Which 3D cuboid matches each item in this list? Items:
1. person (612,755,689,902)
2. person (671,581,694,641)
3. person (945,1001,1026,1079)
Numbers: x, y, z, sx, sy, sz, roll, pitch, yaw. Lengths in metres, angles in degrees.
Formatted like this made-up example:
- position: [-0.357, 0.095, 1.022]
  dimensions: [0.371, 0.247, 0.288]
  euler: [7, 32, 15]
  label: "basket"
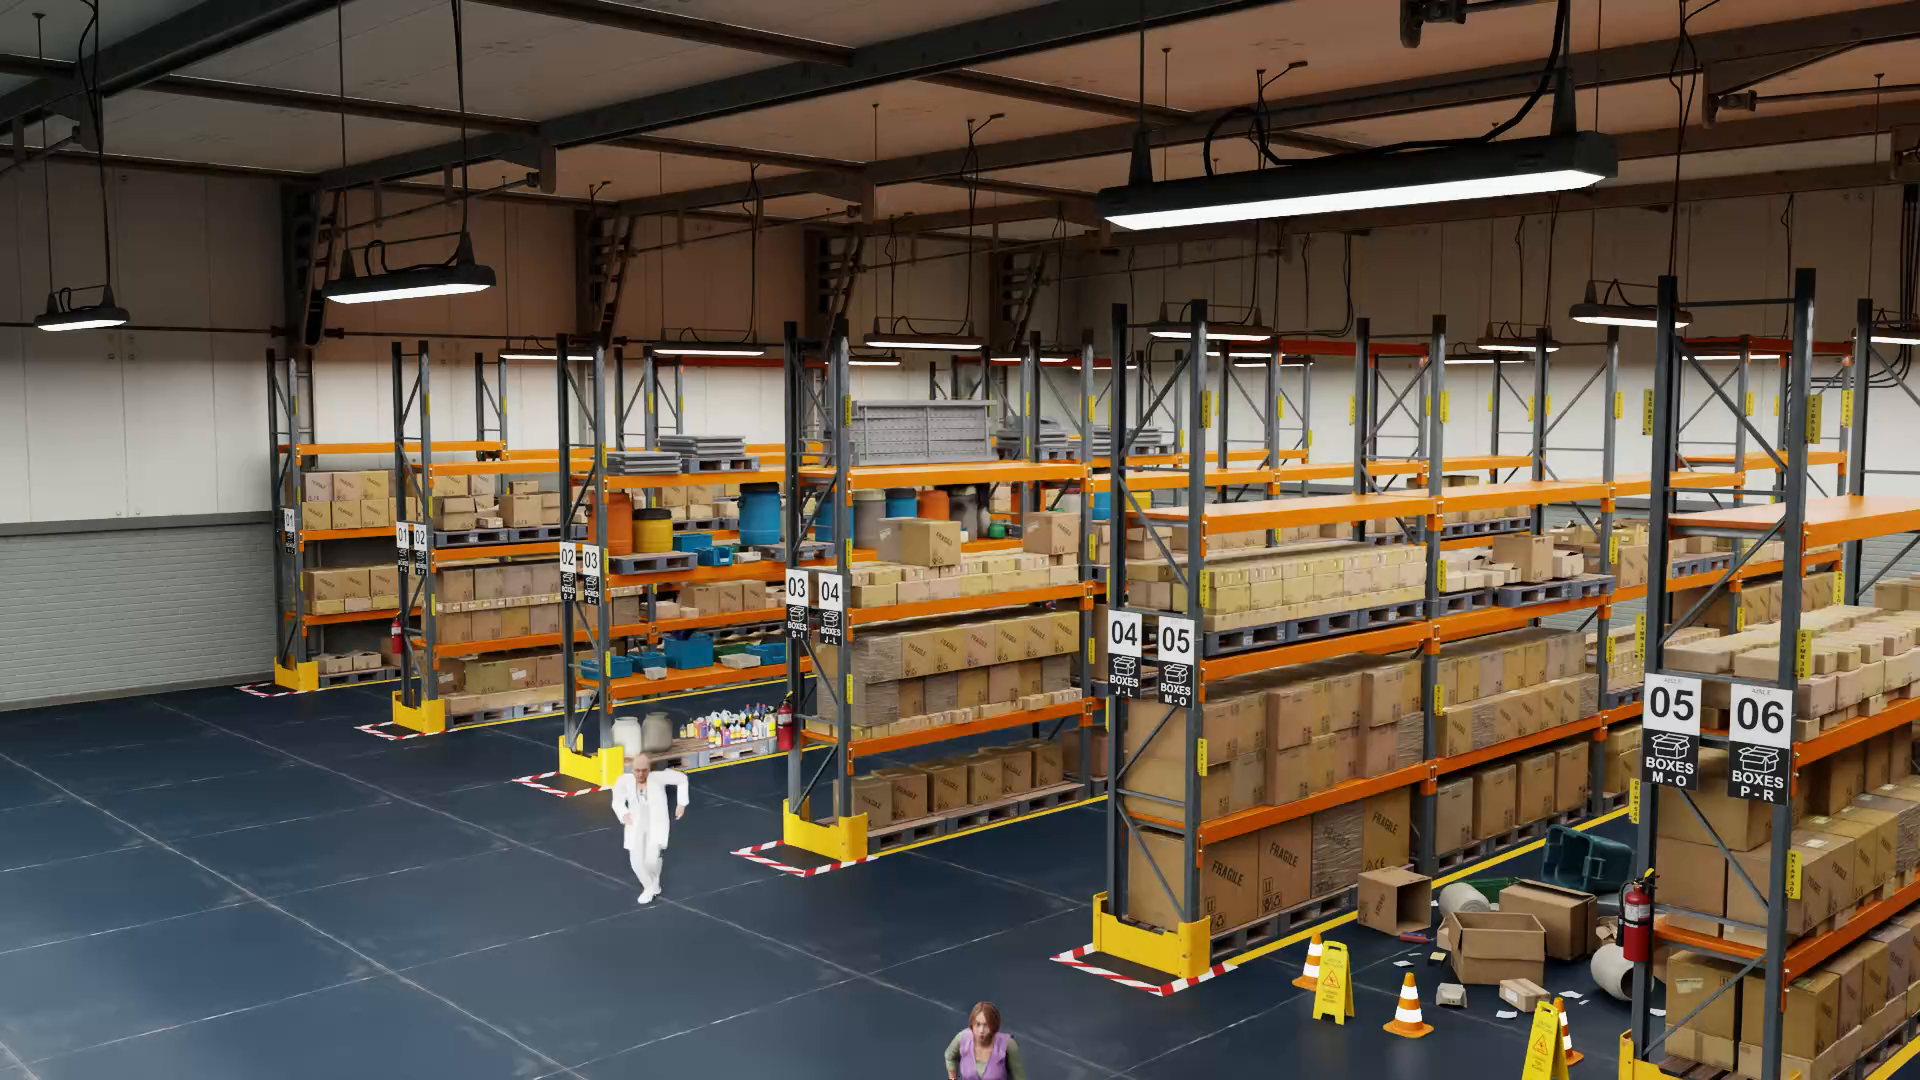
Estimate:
- position: [-3.121, 2.917, 16.771]
  dimensions: [0.737, 1.608, 0.908]
  euler: [0, 5, -1]
  label: "person"
- position: [-5.278, 1.587, 32.135]
  dimensions: [0.595, 1.601, 0.561]
  euler: [4, 6, 37]
  label: "person"
- position: [0.149, 3.522, 10.097]
  dimensions: [0.511, 1.540, 0.587]
  euler: [0, 5, 5]
  label: "person"
